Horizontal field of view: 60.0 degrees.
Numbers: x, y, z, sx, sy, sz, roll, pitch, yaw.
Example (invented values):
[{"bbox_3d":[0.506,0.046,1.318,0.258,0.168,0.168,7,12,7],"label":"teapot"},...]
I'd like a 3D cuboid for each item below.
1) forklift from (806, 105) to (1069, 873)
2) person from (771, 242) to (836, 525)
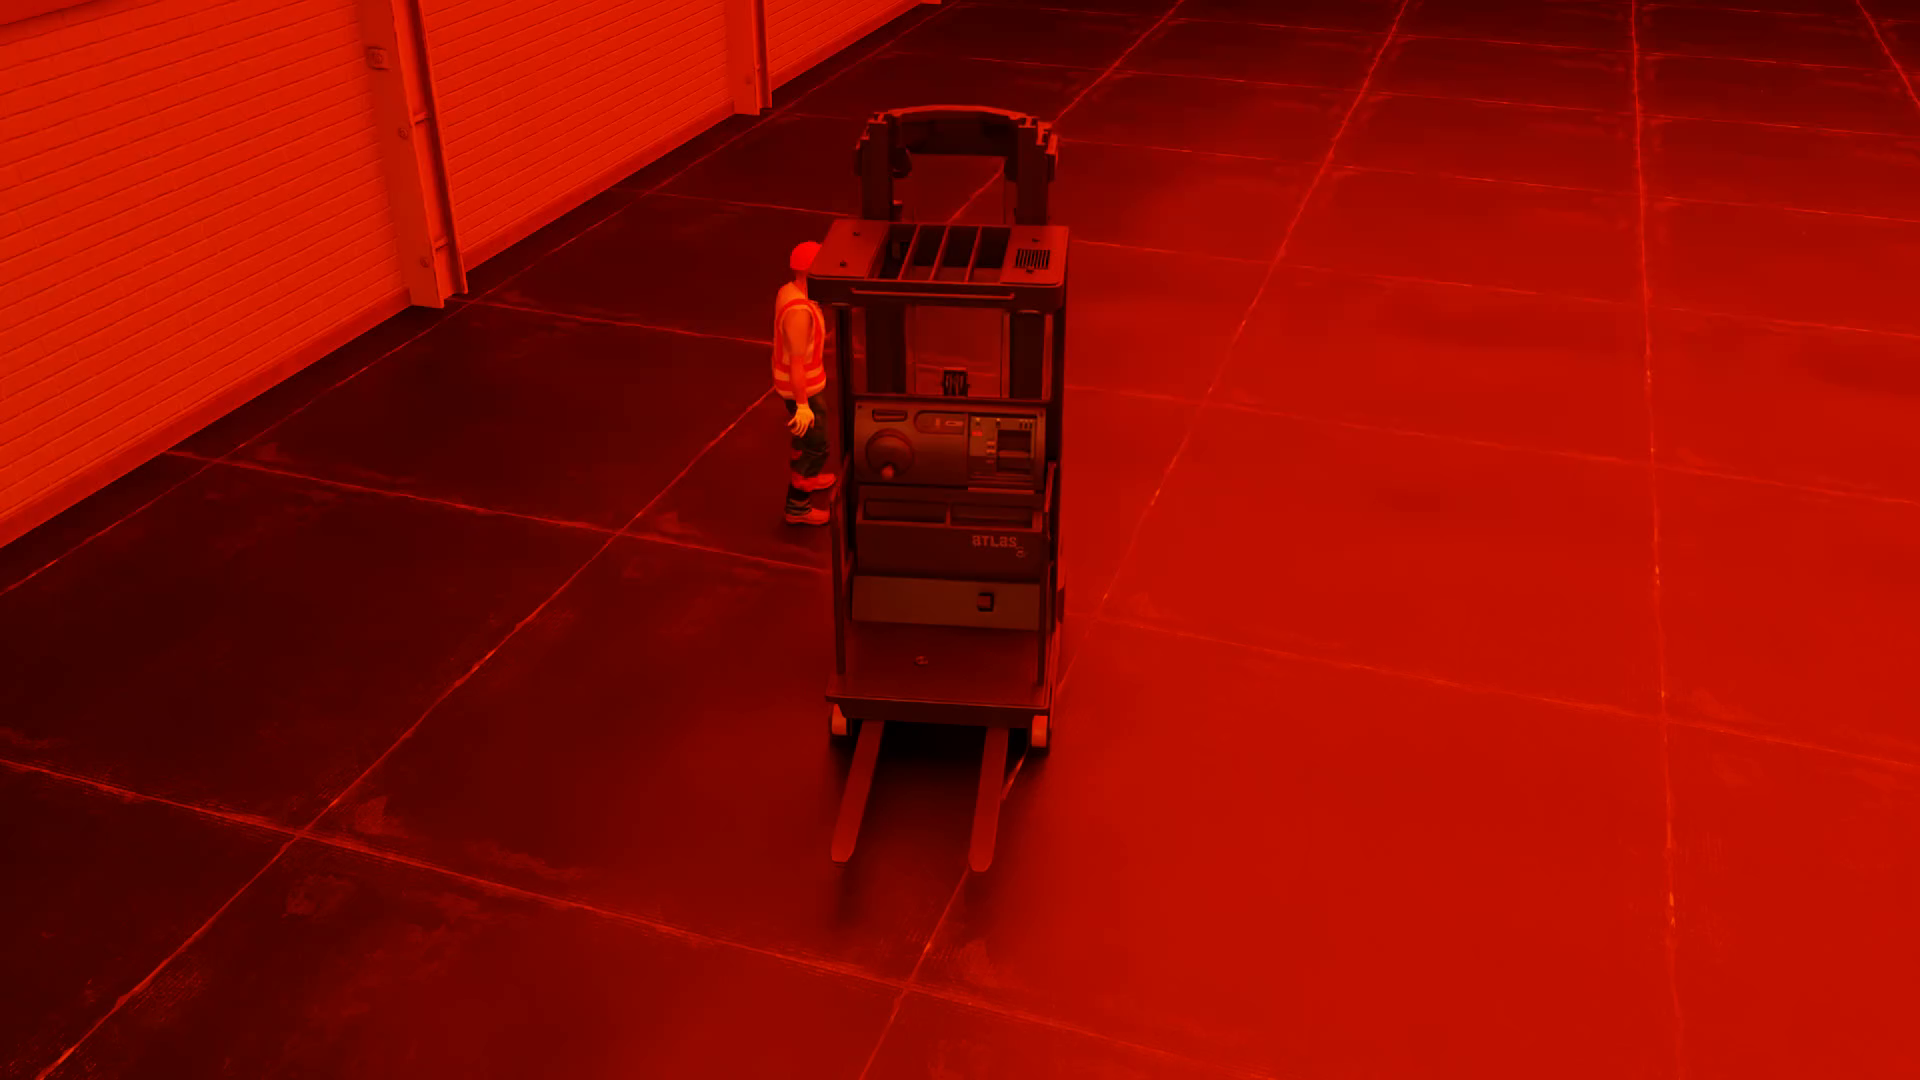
[{"bbox_3d":[-0.070,-0.416,7.866,1.130,2.935,3.031,3,30,5],"label":"forklift"},{"bbox_3d":[-0.917,-0.941,9.975,0.413,1.757,0.805,-6,30,-10],"label":"person"}]
